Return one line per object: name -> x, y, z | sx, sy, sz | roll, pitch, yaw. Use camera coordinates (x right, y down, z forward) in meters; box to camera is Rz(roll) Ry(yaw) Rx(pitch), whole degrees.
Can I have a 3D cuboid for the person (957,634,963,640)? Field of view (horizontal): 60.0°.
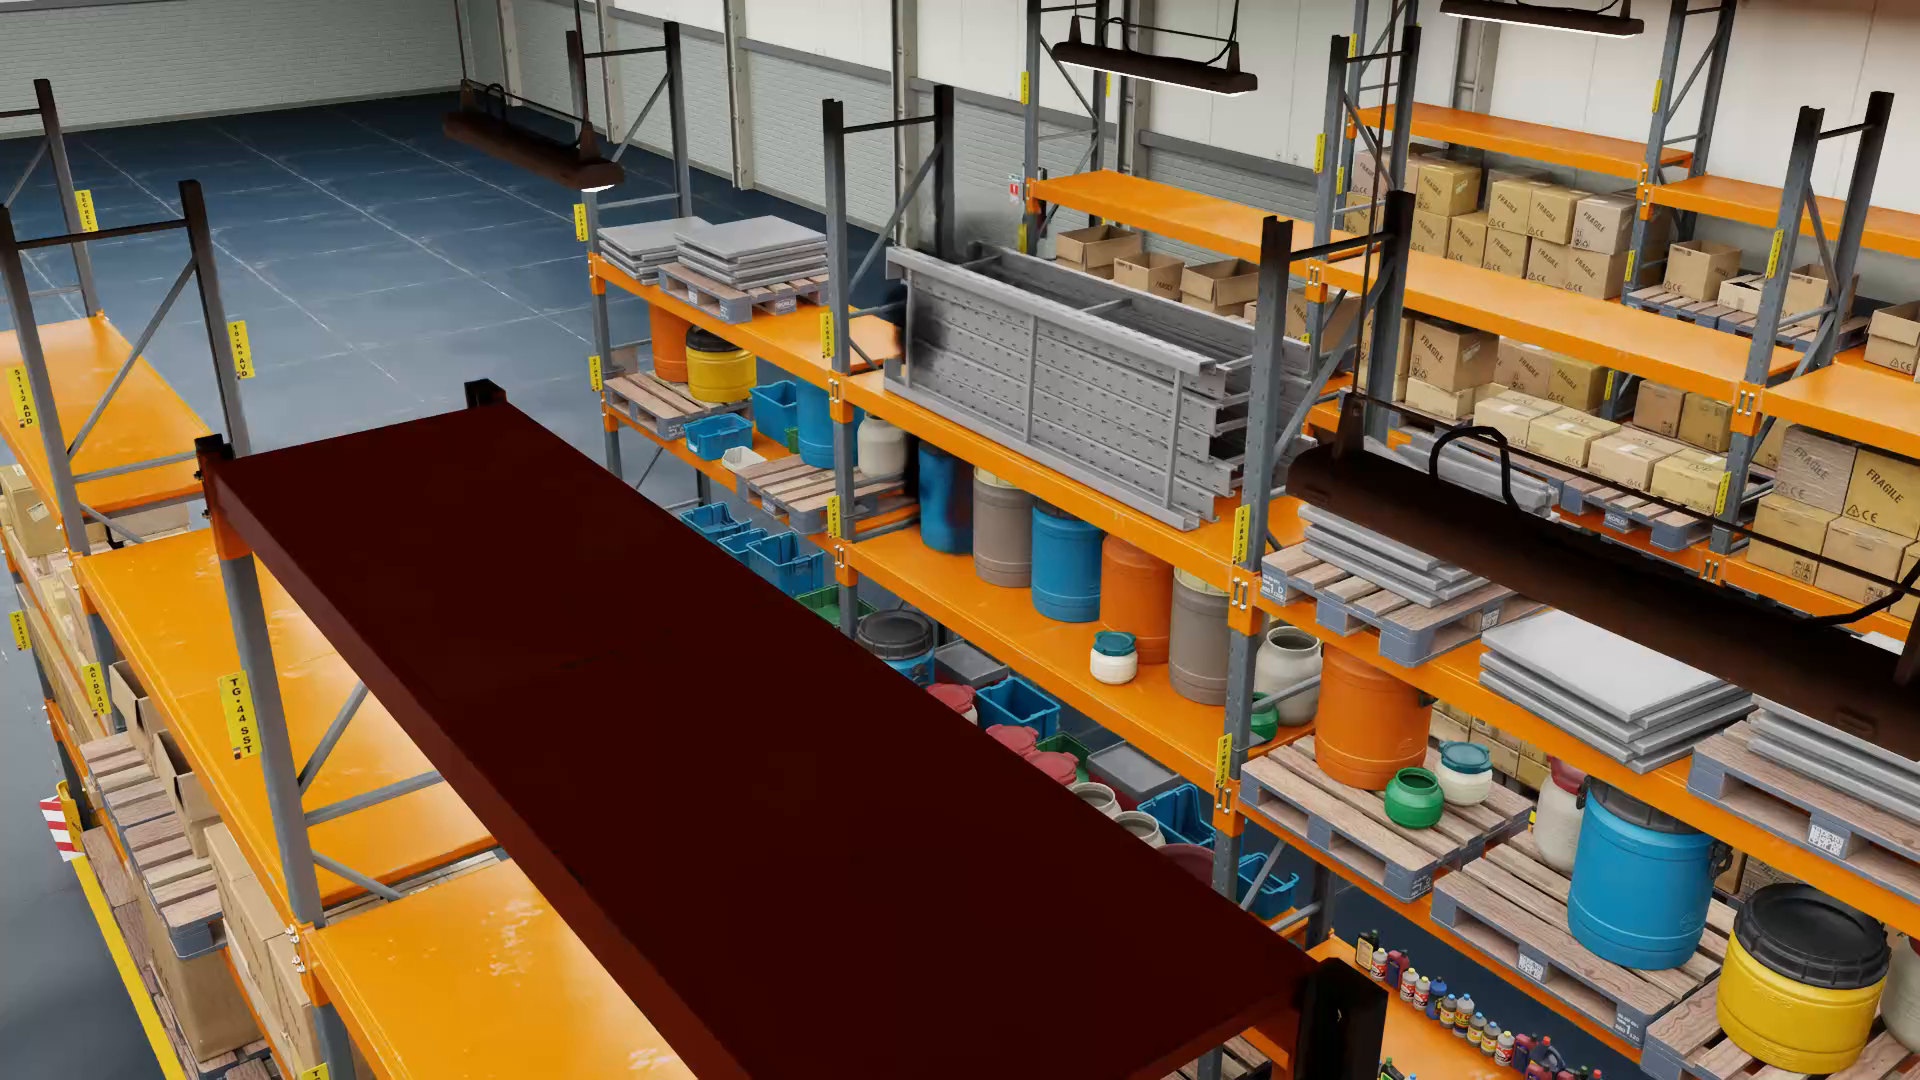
person -> 0.177, 0.586, 15.073 | 0.562, 1.732, 0.582 | -18, 30, -33
